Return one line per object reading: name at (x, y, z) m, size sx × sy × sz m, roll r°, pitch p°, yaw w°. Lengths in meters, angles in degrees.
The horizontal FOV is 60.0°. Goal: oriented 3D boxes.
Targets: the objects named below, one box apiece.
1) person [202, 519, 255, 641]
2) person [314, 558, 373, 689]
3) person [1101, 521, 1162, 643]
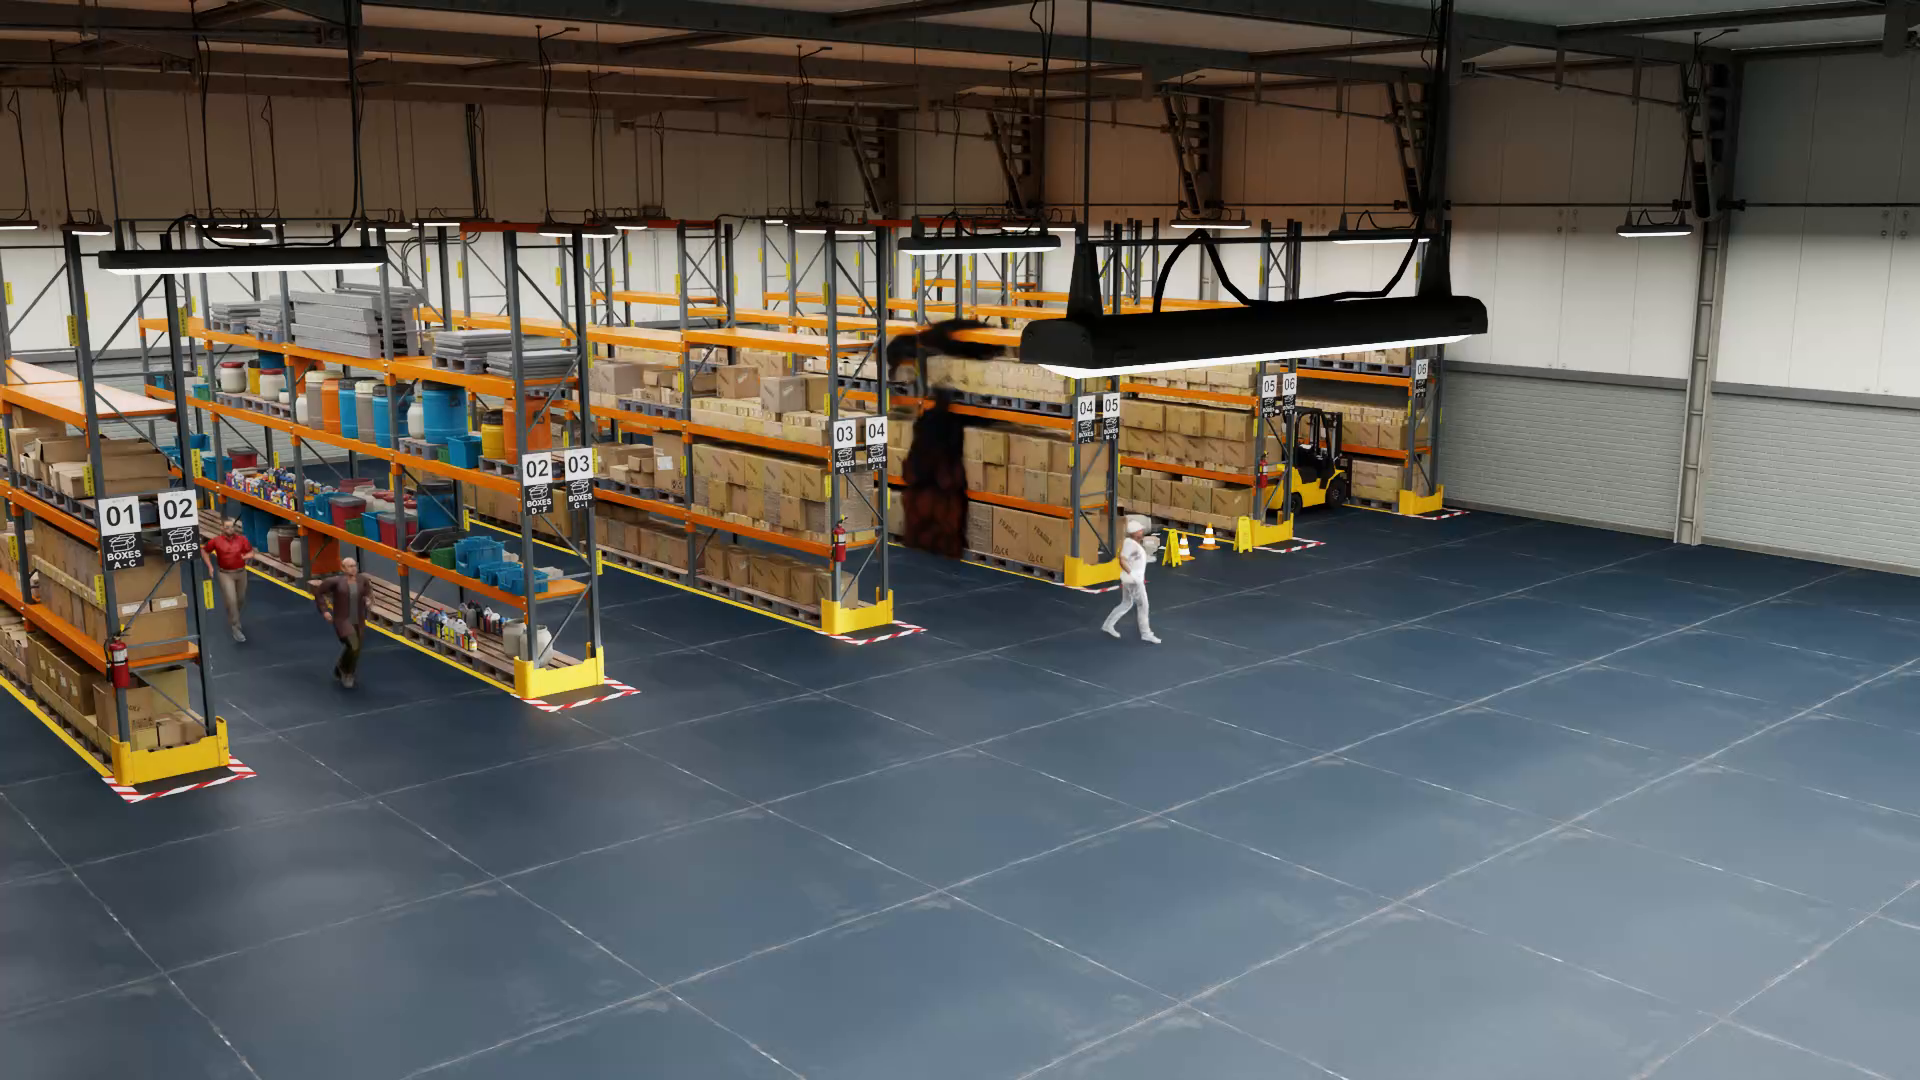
person at (-10.778, 0.557, 24.646) m, size 0.653 × 1.747 × 0.901 m, roll -11°, pitch 16°, yaw -42°
person at (-8.081, 1.099, 21.996) m, size 0.799 × 1.763 × 0.691 m, roll 8°, pitch 14°, yaw 36°
person at (2.519, 0.602, 24.263) m, size 0.881 × 1.797 × 0.680 m, roll -1°, pitch 11°, yaw -4°
